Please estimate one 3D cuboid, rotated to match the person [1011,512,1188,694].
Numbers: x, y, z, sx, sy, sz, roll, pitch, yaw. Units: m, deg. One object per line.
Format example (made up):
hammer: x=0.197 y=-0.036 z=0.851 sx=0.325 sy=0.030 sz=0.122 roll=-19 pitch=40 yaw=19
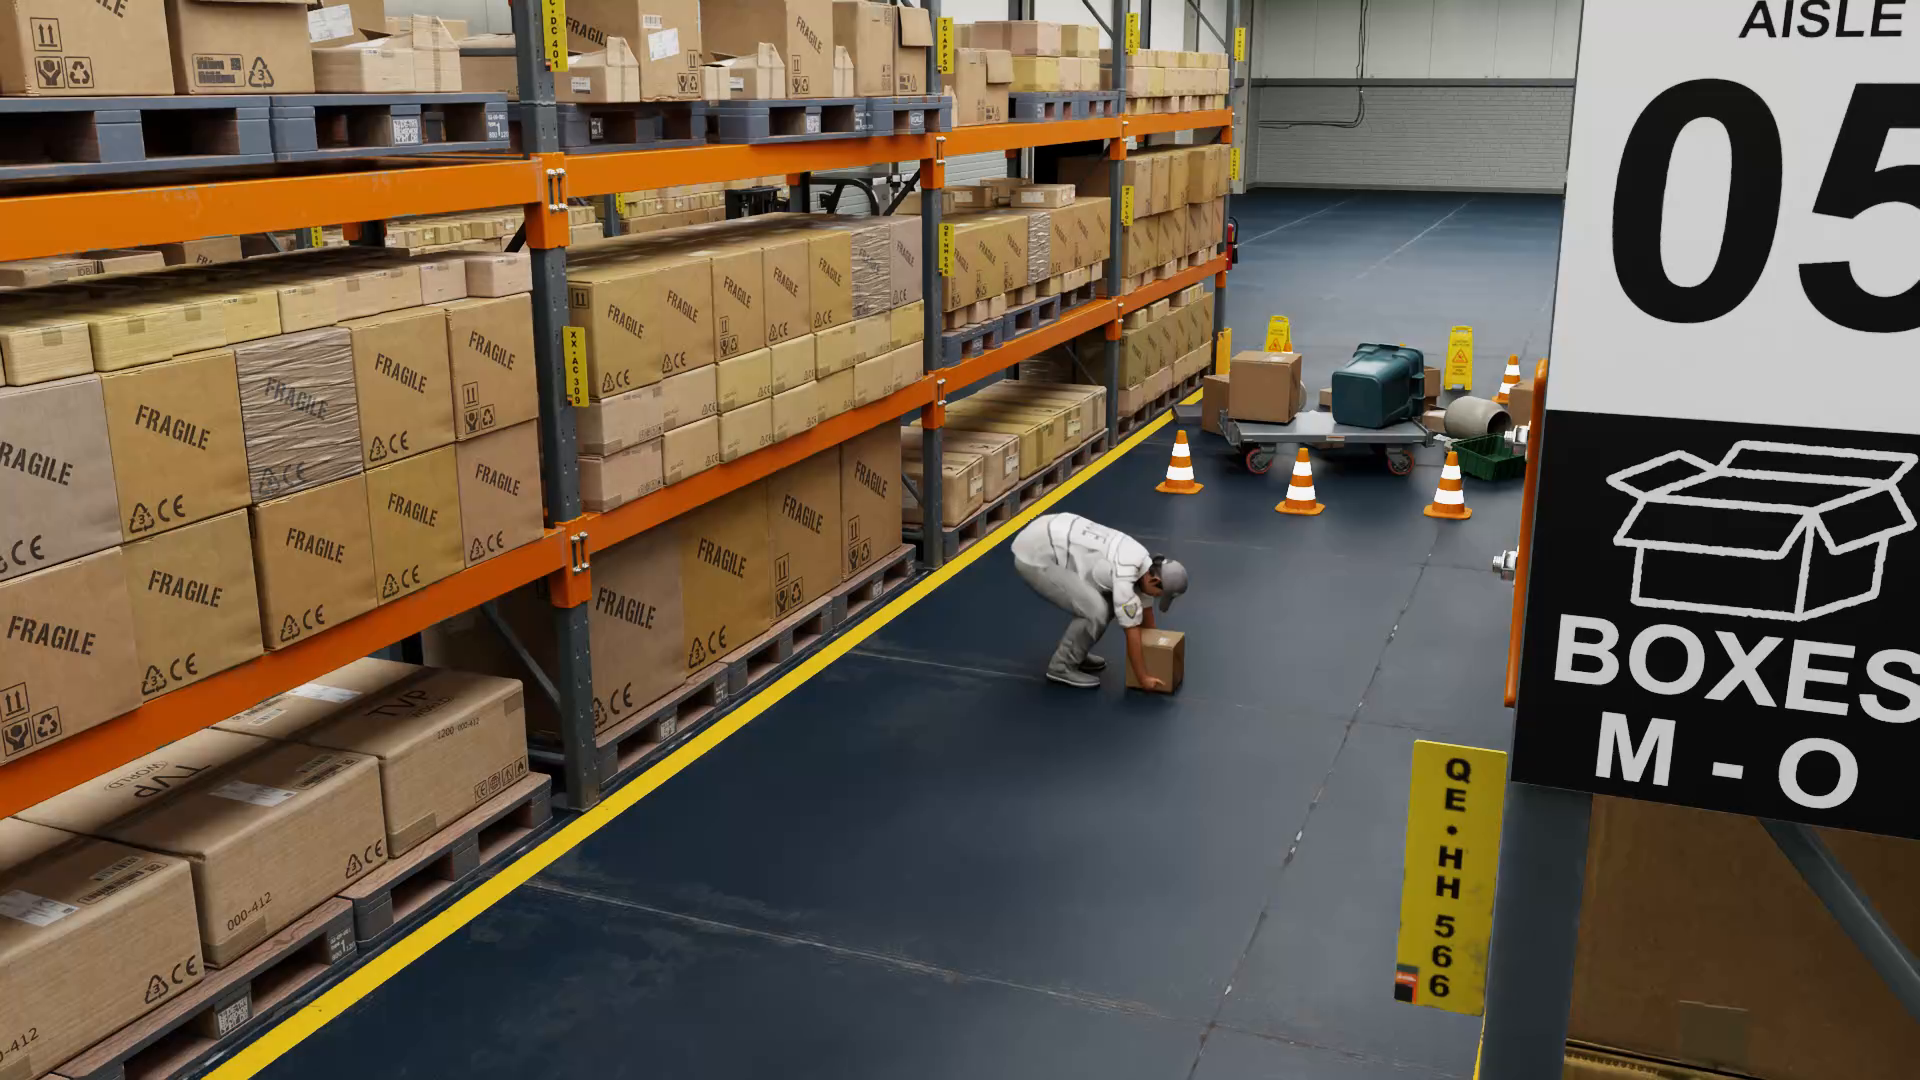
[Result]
person: x=0.744 y=0.317 z=8.840 sx=0.937 sy=0.885 sz=0.513 roll=5 pitch=16 yaw=18
